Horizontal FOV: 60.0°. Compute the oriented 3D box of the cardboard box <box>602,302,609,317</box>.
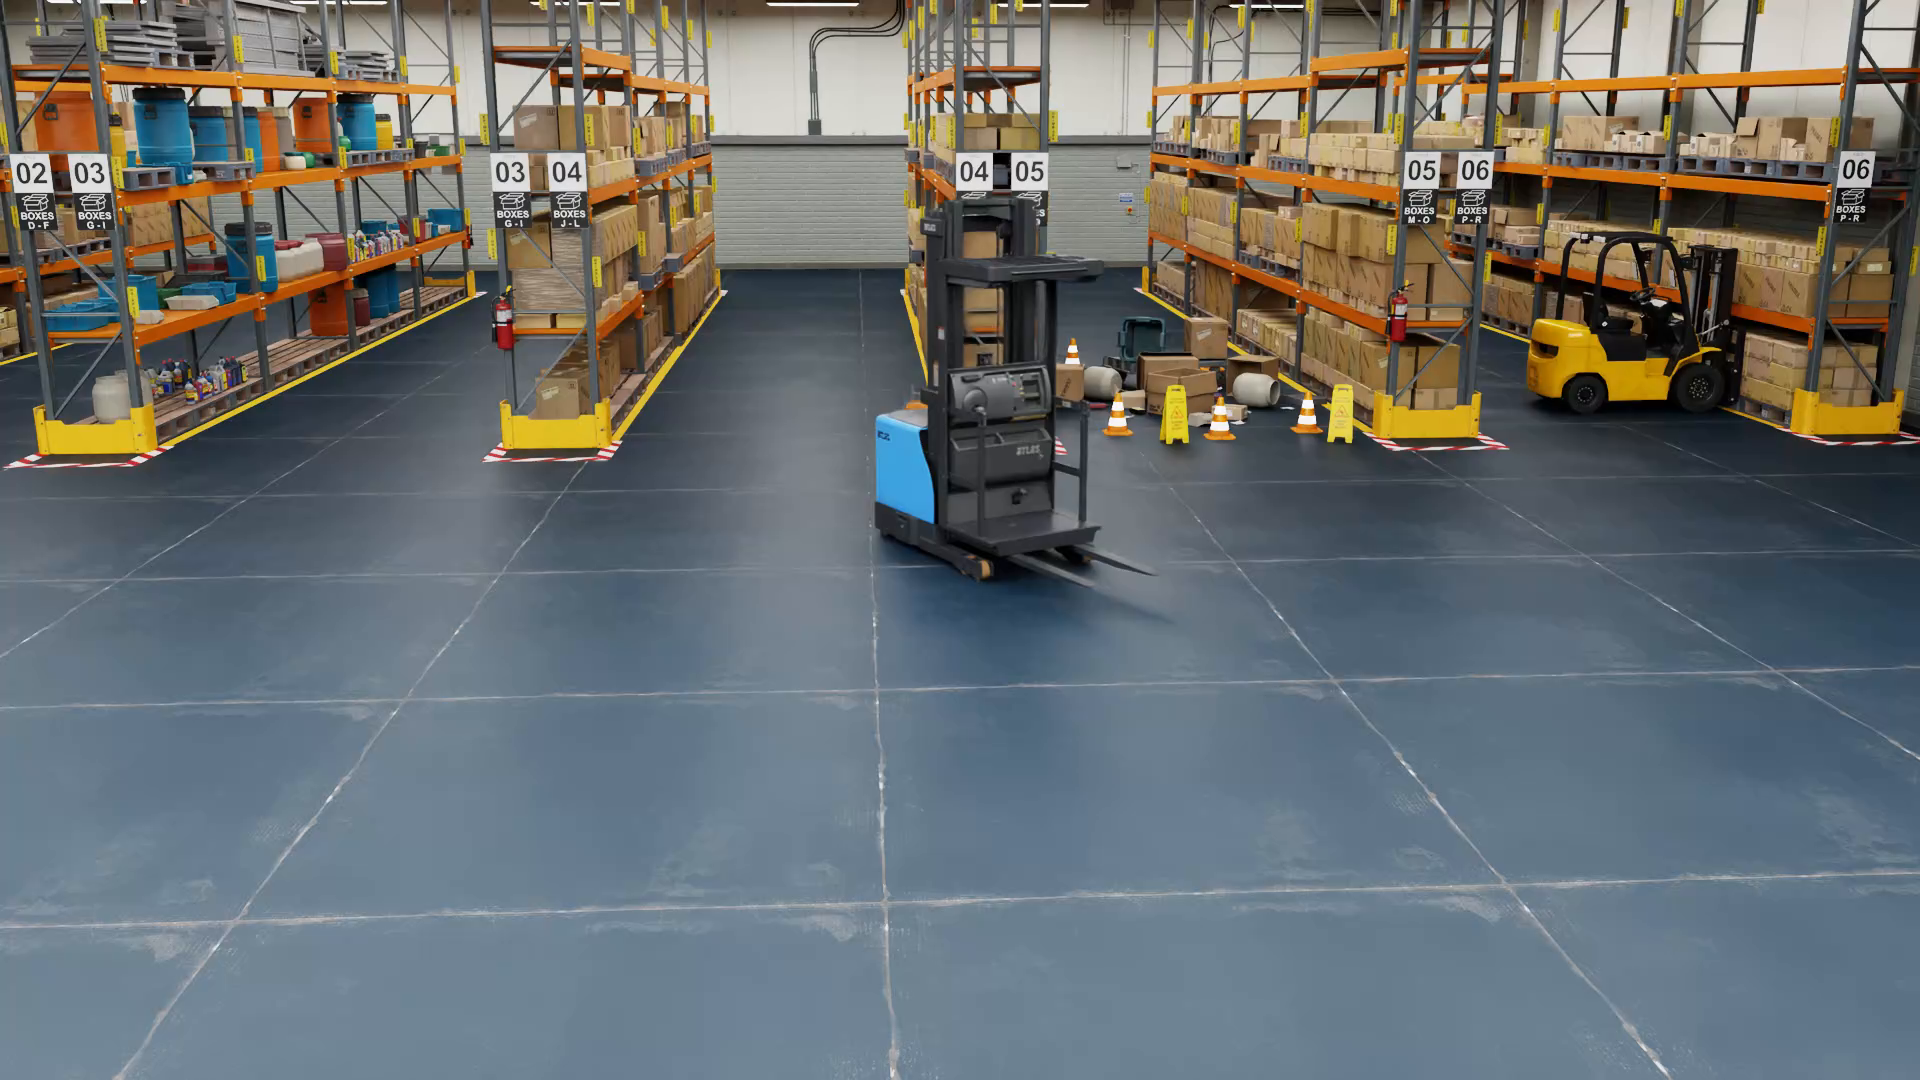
[{"bbox_3d":[-4.327,-2.697,19.495,0.380,0.149,0.250,-1,14,-3],"label":"cardboard box"}]

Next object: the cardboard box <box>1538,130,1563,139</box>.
[{"bbox_3d":[9.527,-6.514,26.707,0.380,0.149,0.250,0,14,-2],"label":"cardboard box"}]

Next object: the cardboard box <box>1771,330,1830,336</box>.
[{"bbox_3d":[10.443,-2.453,20.710,0.500,0.250,0.500,-1,14,-4],"label":"cardboard box"}]

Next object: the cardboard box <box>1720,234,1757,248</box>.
[{"bbox_3d":[9.974,-3.824,21.271,0.380,0.149,0.250,-1,14,-4],"label":"cardboard box"}]

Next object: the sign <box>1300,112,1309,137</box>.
[{"bbox_3d":[4.584,-5.528,22.143,0.100,0.325,0.005,-1,14,-3],"label":"sign"}]

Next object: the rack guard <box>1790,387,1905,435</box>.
[{"bbox_3d":[10.341,-1.510,19.390,1.175,0.500,0.348,-1,14,-3],"label":"rack guard"}]

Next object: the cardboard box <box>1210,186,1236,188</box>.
[{"bbox_3d":[4.854,-6.288,30.737,0.500,0.500,0.500,-1,14,-3],"label":"cardboard box"}]

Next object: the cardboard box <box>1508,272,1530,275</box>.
[{"bbox_3d":[9.957,-4.672,29.537,0.380,0.149,0.250,0,14,-2],"label":"cardboard box"}]

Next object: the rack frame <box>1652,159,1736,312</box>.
[{"bbox_3d":[10.091,-3.721,22.968,1.000,3.000,0.127,-1,14,-3],"label":"rack frame"}]

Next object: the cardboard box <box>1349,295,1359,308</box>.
[{"bbox_3d":[4.999,-2.934,20.412,0.380,0.149,0.250,-1,14,-4],"label":"cardboard box"}]

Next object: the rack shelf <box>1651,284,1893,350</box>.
[{"bbox_3d":[10.215,-2.875,21.125,1.077,0.370,4.000,-1,14,-3],"label":"rack shelf"}]

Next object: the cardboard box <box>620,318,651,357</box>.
[{"bbox_3d":[-4.816,-2.904,23.926,0.700,0.500,0.500,-2,15,-8],"label":"cardboard box"}]

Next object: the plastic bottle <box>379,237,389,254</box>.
[{"bbox_3d":[-9.783,-5.001,28.191,0.152,0.276,0.135,-1,14,-3],"label":"plastic bottle"}]

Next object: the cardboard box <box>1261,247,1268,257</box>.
[{"bbox_3d":[4.768,-4.369,25.149,0.380,0.149,0.250,0,14,0],"label":"cardboard box"}]

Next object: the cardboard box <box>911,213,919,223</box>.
[{"bbox_3d":[-0.646,-5.475,28.252,0.380,0.149,0.250,0,14,-1],"label":"cardboard box"}]

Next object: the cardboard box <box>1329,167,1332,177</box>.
[{"bbox_3d":[4.998,-4.767,21.519,0.380,0.149,0.250,-1,14,-3],"label":"cardboard box"}]

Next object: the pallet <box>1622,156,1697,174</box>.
[{"bbox_3d":[10.024,-5.300,23.470,0.805,0.209,1.217,-1,15,-6],"label":"pallet"}]

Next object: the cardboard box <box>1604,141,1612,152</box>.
[{"bbox_3d":[9.672,-5.764,24.351,0.380,0.149,0.250,-1,14,-4],"label":"cardboard box"}]

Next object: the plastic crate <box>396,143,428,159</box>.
[{"bbox_3d":[-9.996,-7.106,30.367,0.497,0.269,0.590,-1,14,-3],"label":"plastic crate"}]

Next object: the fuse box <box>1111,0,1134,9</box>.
[{"bbox_3d":[3.770,-12.474,38.527,0.513,0.334,0.176,-1,14,-3],"label":"fuse box"}]

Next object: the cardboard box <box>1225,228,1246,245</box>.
[{"bbox_3d":[4.606,-4.924,26.942,0.500,0.250,0.500,-1,14,-4],"label":"cardboard box"}]

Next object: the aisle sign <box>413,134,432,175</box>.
[{"bbox_3d":[-10.741,-7.671,33.102,0.394,0.787,0.004,-1,14,-3],"label":"aisle sign"}]

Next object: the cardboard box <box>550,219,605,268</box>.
[{"bbox_3d":[-4.268,-3.313,18.580,0.500,0.500,0.500,-1,14,-3],"label":"cardboard box"}]

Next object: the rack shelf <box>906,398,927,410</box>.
[{"bbox_3d":[-0.356,-1.169,15.084,0.258,0.148,0.480,2,15,7],"label":"rack shelf"}]

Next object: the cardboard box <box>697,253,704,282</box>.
[{"bbox_3d":[-5.210,-4.820,30.660,0.875,0.875,0.875,-1,14,-3],"label":"cardboard box"}]

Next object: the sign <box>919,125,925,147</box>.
[{"bbox_3d":[-0.586,-6.232,25.670,0.100,0.325,0.005,-1,14,-3],"label":"sign"}]

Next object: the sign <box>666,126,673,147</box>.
[{"bbox_3d":[-4.460,-6.196,25.531,0.100,0.325,0.005,-1,14,-3],"label":"sign"}]

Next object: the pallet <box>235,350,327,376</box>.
[{"bbox_3d":[-9.863,-2.562,24.061,1.003,0.211,1.213,-1,14,-3],"label":"pallet"}]

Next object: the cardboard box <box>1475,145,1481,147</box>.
[{"bbox_3d":[9.316,-7.351,30.760,0.500,0.250,0.500,-1,14,-3],"label":"cardboard box"}]

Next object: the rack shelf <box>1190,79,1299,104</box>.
[{"bbox_3d":[4.766,-7.499,27.858,1.077,0.370,4.000,-1,14,-3],"label":"rack shelf"}]

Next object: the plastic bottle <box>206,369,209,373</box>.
[{"bbox_3d":[-9.438,-2.020,20.925,0.061,0.283,0.133,-1,14,-3],"label":"plastic bottle"}]

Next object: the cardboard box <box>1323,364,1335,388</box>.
[{"bbox_3d":[4.984,-2.100,21.343,0.500,0.250,0.500,-1,14,-4],"label":"cardboard box"}]

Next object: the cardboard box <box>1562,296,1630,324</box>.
[{"bbox_3d":[9.917,-3.451,25.843,0.875,0.625,0.625,0,14,-2],"label":"cardboard box"}]

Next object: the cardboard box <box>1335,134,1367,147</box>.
[{"bbox_3d":[4.939,-5.020,20.903,0.380,0.149,0.250,-1,14,-5],"label":"cardboard box"}]

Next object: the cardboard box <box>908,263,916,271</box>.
[{"bbox_3d":[-0.847,-5.501,33.573,0.380,0.149,0.250,-2,15,-6],"label":"cardboard box"}]

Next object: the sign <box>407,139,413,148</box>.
[{"bbox_3d":[-9.643,-6.868,29.164,0.100,0.325,0.005,-1,14,-3],"label":"sign"}]

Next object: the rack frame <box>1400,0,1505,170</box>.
[{"bbox_3d":[5.385,-5.554,18.053,1.000,3.000,0.127,-1,14,-3],"label":"rack frame"}]

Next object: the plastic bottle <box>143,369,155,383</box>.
[{"bbox_3d":[-10.012,-1.938,20.472,0.144,0.351,0.185,0,14,-1],"label":"plastic bottle"}]

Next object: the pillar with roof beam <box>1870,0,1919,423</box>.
[{"bbox_3d":[6.899,-5.752,18.823,9.100,9.000,0.400,-1,14,-3],"label":"pillar with roof beam"}]

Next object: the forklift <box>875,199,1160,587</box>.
[{"bbox_3d":[0.448,-1.223,13.399,1.130,2.935,3.031,-9,17,-30],"label":"forklift"}]

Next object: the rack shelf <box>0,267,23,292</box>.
[{"bbox_3d":[-14.765,-3.487,23.504,1.077,0.370,4.000,-1,14,-3],"label":"rack shelf"}]

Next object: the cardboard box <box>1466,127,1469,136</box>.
[{"bbox_3d":[9.264,-7.291,29.688,0.380,0.149,0.250,-1,14,-3],"label":"cardboard box"}]

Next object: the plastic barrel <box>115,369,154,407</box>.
[{"bbox_3d":[-9.597,-1.705,19.282,0.421,0.512,0.421,0,14,0],"label":"plastic barrel"}]

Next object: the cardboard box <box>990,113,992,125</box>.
[{"bbox_3d":[0.575,-5.299,20.944,0.380,0.149,0.250,-1,14,-4],"label":"cardboard box"}]

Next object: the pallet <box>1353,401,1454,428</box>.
[{"bbox_3d":[5.365,-1.520,20.009,1.003,0.211,1.213,-1,14,-3],"label":"pallet"}]

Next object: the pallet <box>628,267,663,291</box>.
[{"bbox_3d":[-4.656,-3.590,22.843,1.003,0.211,1.213,-1,14,-3],"label":"pallet"}]

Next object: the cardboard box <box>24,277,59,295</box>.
[{"bbox_3d":[-15.256,-4.196,27.444,0.500,0.250,0.500,-1,14,-4],"label":"cardboard box"}]

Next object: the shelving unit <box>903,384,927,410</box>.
[{"bbox_3d":[-0.356,-0.788,15.182,0.258,1.200,0.503,2,15,7],"label":"shelving unit"}]

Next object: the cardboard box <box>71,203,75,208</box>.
[{"bbox_3d":[-15.426,-5.982,29.550,0.500,0.500,0.500,-1,14,-3],"label":"cardboard box"}]

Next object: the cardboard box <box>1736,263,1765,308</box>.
[{"bbox_3d":[9.992,-3.149,20.547,0.500,0.500,0.500,-1,14,-4],"label":"cardboard box"}]

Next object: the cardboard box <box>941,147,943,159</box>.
[{"bbox_3d":[-0.033,-4.712,20.262,0.380,0.149,0.250,-1,14,-3],"label":"cardboard box"}]

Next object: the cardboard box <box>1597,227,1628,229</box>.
[{"bbox_3d":[9.772,-4.610,24.923,0.380,0.149,0.250,-1,14,-3],"label":"cardboard box"}]

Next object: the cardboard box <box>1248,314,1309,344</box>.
[{"bbox_3d":[4.968,-3.245,25.549,0.950,0.372,0.625,-1,14,-5],"label":"cardboard box"}]

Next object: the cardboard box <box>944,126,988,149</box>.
[{"bbox_3d":[0.081,-4.690,19.374,0.500,0.250,0.500,-1,14,-4],"label":"cardboard box"}]
